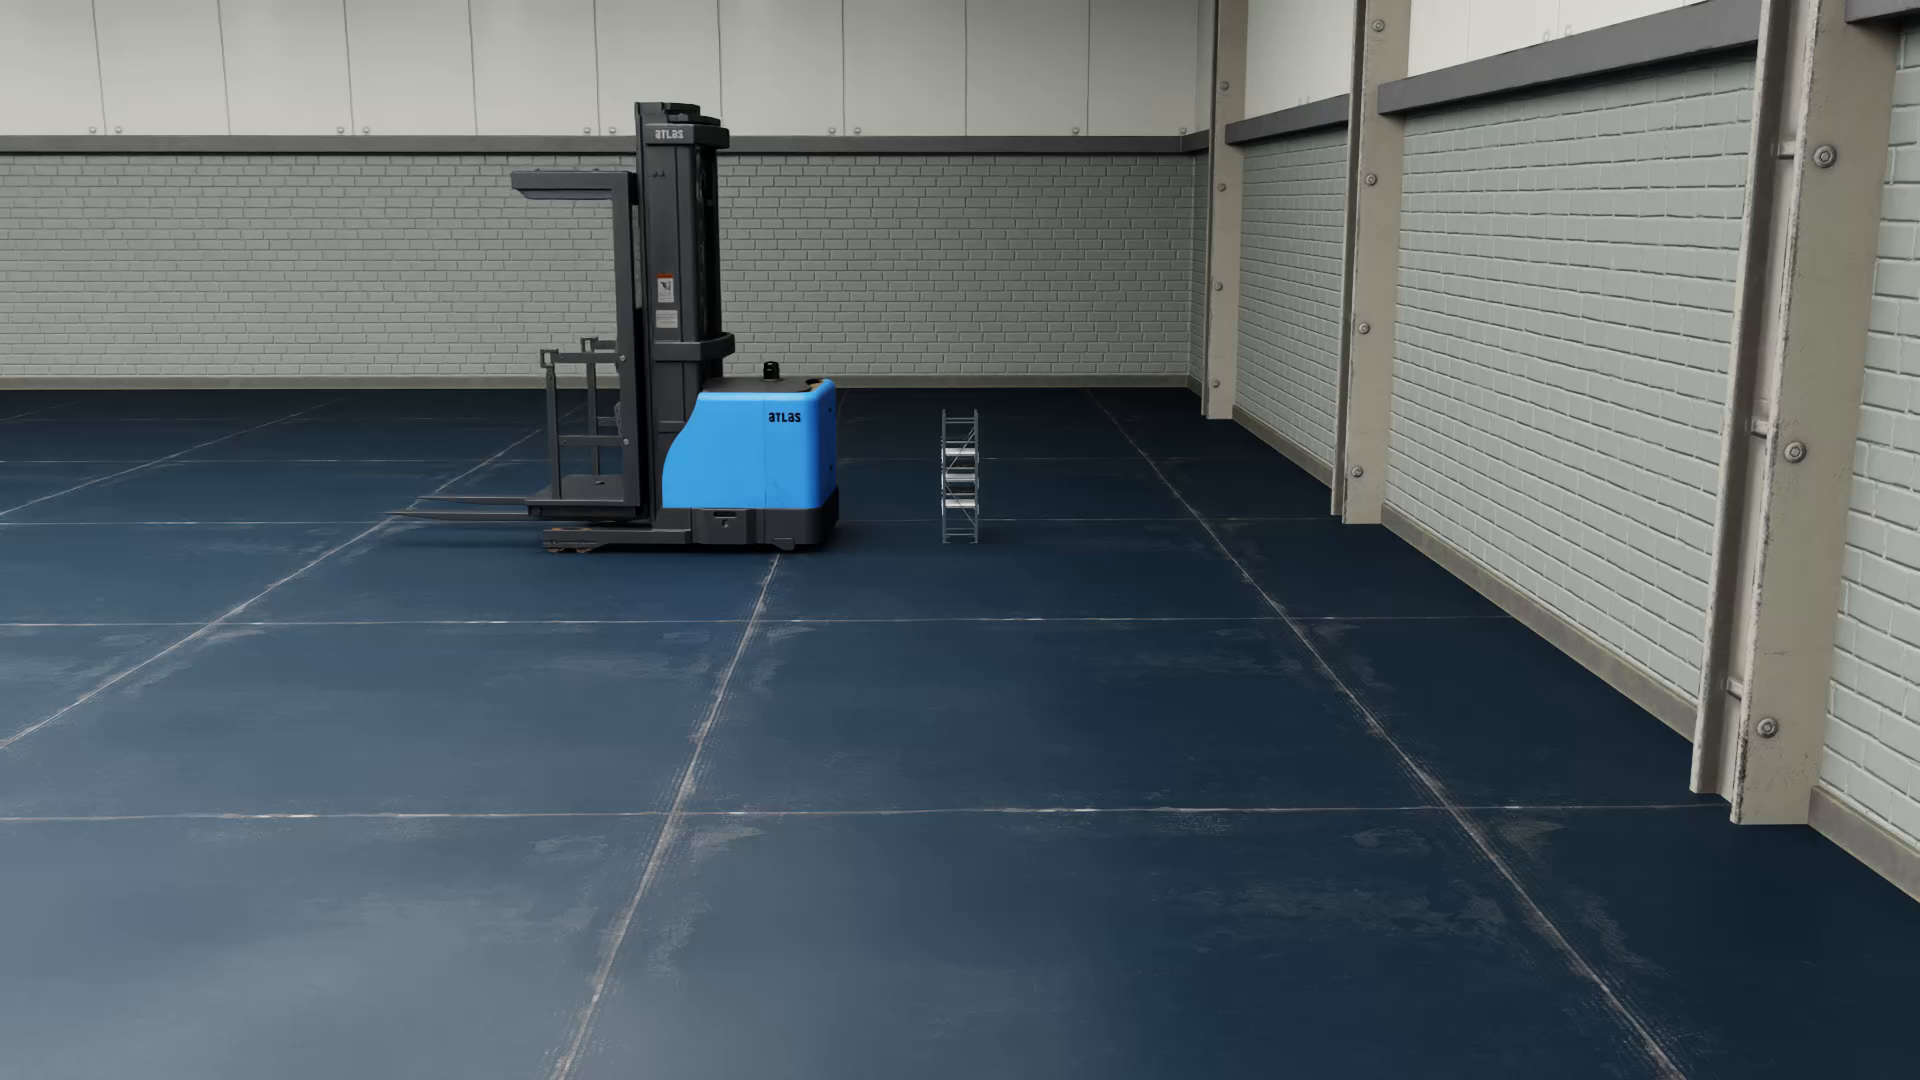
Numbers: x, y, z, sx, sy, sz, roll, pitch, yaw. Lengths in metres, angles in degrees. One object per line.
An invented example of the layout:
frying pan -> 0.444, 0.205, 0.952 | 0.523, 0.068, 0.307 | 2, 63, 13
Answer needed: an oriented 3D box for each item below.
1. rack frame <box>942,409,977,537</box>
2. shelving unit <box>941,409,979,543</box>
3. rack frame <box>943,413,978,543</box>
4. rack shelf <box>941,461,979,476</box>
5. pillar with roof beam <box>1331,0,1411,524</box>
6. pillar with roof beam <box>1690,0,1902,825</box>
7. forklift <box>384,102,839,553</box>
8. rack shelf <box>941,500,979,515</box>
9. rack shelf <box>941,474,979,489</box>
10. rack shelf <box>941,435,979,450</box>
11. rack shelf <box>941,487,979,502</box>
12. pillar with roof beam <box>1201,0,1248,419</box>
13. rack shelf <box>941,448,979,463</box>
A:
rack frame -> -0.002, -0.460, 11.561 | 0.240, 0.900, 0.006 | 0, 11, -1
shelving unit -> 0.000, -0.439, 11.462 | 0.258, 0.900, 0.210 | 0, 11, -1
rack frame -> 0.002, -0.419, 11.362 | 0.240, 0.900, 0.006 | 0, 11, -1
rack shelf -> 0.000, -0.495, 11.450 | 0.258, 0.077, 0.200 | 0, 11, -1
pillar with roof beam -> -1.351, -4.552, 11.366 | 9.100, 9.000, 0.400 | 0, 11, -1
pillar with roof beam -> -1.227, -3.360, 5.487 | 9.100, 9.000, 0.400 | 0, 11, -1
forklift -> -2.404, -1.454, 11.356 | 3.031, 2.935, 1.130 | 1, 11, 3
rack shelf -> 0.000, -0.230, 11.504 | 0.258, 0.077, 0.200 | 0, 11, -1
rack shelf -> 0.000, -0.407, 11.468 | 0.258, 0.077, 0.200 | 0, 11, -1
rack shelf -> 0.000, -0.671, 11.415 | 0.258, 0.077, 0.200 | 0, 11, -1
rack shelf -> 0.000, -0.319, 11.486 | 0.258, 0.077, 0.200 | 0, 11, -1
pillar with roof beam -> -1.475, -5.745, 17.244 | 9.100, 9.000, 0.400 | 0, 11, -1
rack shelf -> 0.000, -0.583, 11.433 | 0.258, 0.077, 0.200 | 0, 11, -1
